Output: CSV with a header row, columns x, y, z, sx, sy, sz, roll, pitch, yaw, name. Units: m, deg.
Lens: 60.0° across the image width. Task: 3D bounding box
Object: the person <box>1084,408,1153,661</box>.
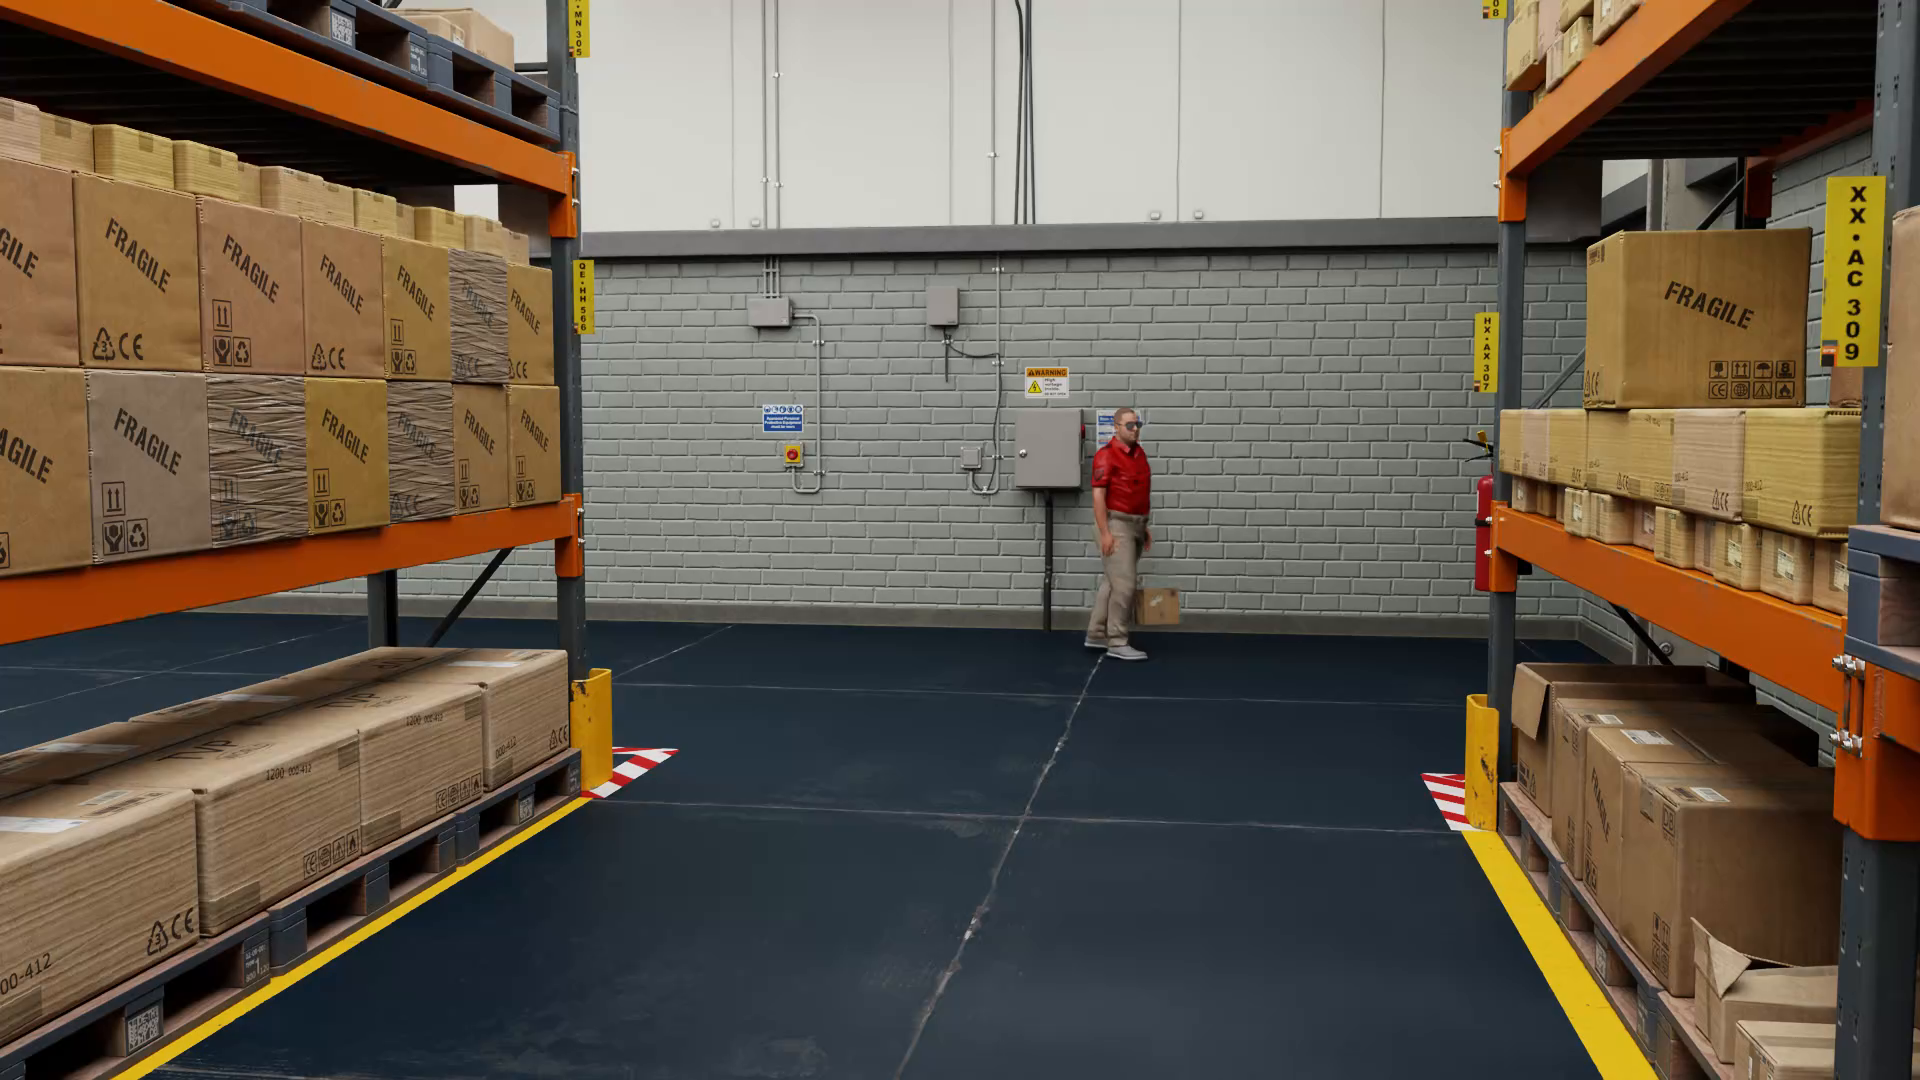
x,y,z,sx,sy,sz,roll,pitch,yaw,name
1.076,-0.052,11.432,0.589,1.713,0.551,3,5,35,person
